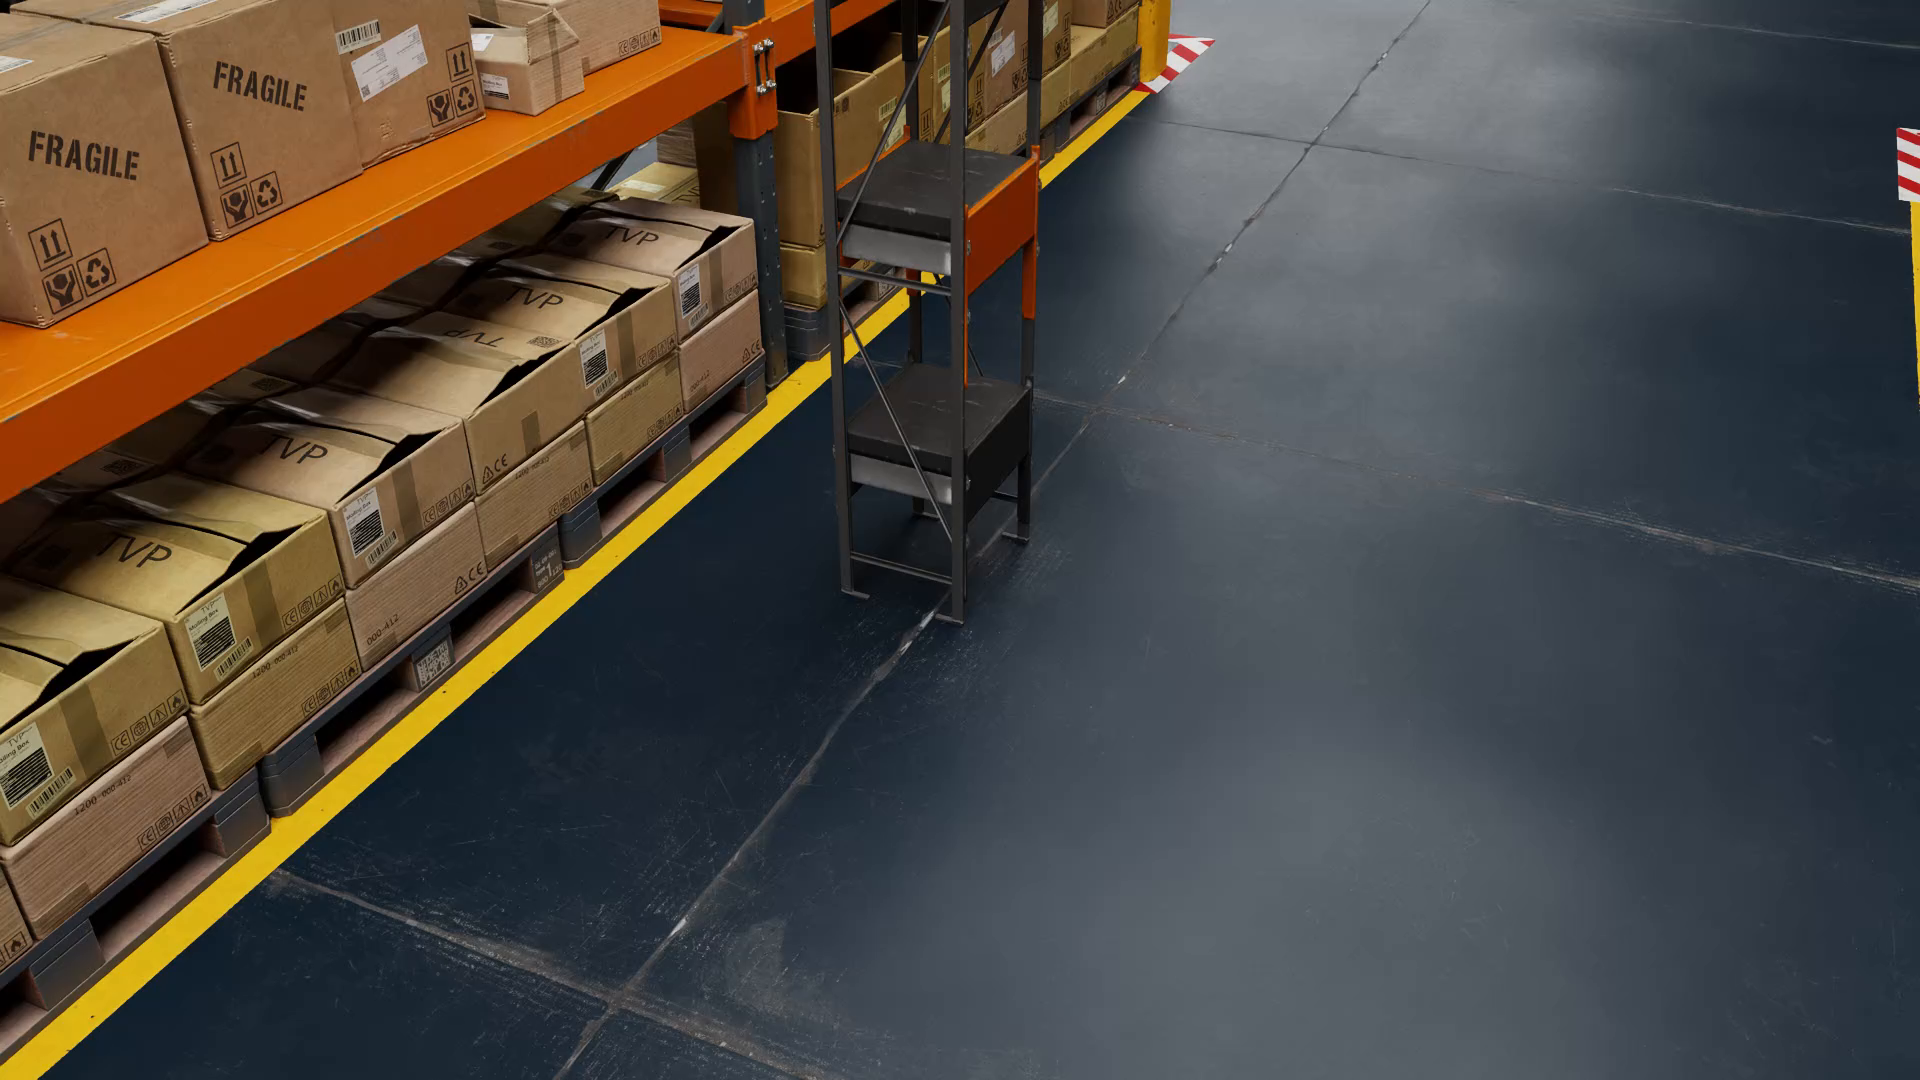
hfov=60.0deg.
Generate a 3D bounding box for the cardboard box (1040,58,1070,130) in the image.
[{"bbox_3d":[0.196,-2.128,7.884,0.500,0.250,0.500,14,36,20],"label":"cardboard box"}]

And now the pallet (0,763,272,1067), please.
[{"bbox_3d":[-2.409,0.812,3.820,1.003,0.211,1.213,14,36,20],"label":"pallet"}]

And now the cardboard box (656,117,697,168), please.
[{"bbox_3d":[-0.900,-1.813,6.719,0.500,0.500,0.500,14,36,20],"label":"cardboard box"}]

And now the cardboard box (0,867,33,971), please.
[{"bbox_3d":[-2.303,0.827,3.377,0.500,0.250,0.500,14,36,20],"label":"cardboard box"}]

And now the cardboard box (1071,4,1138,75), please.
[{"bbox_3d":[0.602,-2.629,8.648,0.500,0.250,0.500,14,36,20],"label":"cardboard box"}]

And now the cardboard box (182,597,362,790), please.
[{"bbox_3d":[-1.881,0.316,4.157,0.500,0.250,0.500,13,36,19],"label":"cardboard box"}]

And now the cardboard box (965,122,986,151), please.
[{"bbox_3d":[-0.218,-1.629,7.123,0.500,0.250,0.500,14,36,20],"label":"cardboard box"}]

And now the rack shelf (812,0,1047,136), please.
[{"bbox_3d":[-0.069,-1.370,4.172,0.431,0.518,0.480,14,36,20],"label":"rack shelf"}]

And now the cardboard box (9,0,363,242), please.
[{"bbox_3d":[-1.881,-1.097,4.096,0.500,0.500,0.500,14,36,21],"label":"cardboard box"}]

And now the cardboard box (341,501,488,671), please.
[{"bbox_3d":[-1.667,0.061,4.546,0.500,0.250,0.500,15,36,21],"label":"cardboard box"}]

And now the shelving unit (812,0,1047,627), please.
[{"bbox_3d":[-0.069,-0.796,4.549,0.431,2.100,0.503,14,36,20],"label":"shelving unit"}]

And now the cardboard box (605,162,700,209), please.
[{"bbox_3d":[-1.120,-1.253,6.549,0.500,0.250,0.500,14,36,20],"label":"cardboard box"}]

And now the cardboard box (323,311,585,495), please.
[{"bbox_3d":[-1.447,-0.430,4.783,0.500,0.311,0.500,14,36,20],"label":"cardboard box"}]

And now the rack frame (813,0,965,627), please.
[{"bbox_3d":[-0.171,-0.674,4.363,0.400,2.100,0.015,14,36,20],"label":"rack frame"}]

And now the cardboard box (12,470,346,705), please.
[{"bbox_3d":[-1.875,0.076,4.012,0.500,0.311,0.500,13,35,19],"label":"cardboard box"}]

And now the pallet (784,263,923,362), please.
[{"bbox_3d":[-0.745,-1.166,6.836,1.003,0.211,1.213,14,36,20],"label":"pallet"}]

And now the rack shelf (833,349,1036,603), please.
[{"bbox_3d":[-0.069,-0.199,4.940,0.431,0.518,0.480,14,36,20],"label":"rack shelf"}]

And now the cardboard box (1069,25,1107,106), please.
[{"bbox_3d":[0.404,-2.377,8.264,0.500,0.250,0.500,14,36,20],"label":"cardboard box"}]

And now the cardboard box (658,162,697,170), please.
[{"bbox_3d":[-0.902,-1.499,6.926,0.500,0.250,0.500,14,36,20],"label":"cardboard box"}]

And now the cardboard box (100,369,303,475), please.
[{"bbox_3d":[-2.156,-0.291,4.572,0.500,0.311,0.500,15,36,22],"label":"cardboard box"}]

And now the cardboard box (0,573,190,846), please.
[{"bbox_3d":[-2.091,0.329,3.626,0.500,0.311,0.500,13,36,19],"label":"cardboard box"}]

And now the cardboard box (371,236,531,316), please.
[{"bbox_3d":[-1.729,-0.809,5.362,0.500,0.311,0.500,14,36,20],"label":"cardboard box"}]

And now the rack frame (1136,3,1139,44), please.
[{"bbox_3d":[0.558,-3.938,8.520,1.000,3.000,0.127,14,36,20],"label":"rack frame"}]

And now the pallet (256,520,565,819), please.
[{"bbox_3d":[-1.897,0.206,4.743,1.003,0.211,1.213,14,36,20],"label":"pallet"}]

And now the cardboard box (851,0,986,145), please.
[{"bbox_3d":[-0.219,-1.942,6.917,0.500,0.500,0.500,14,36,20],"label":"cardboard box"}]

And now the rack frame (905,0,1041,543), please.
[{"bbox_3d":[0.033,-0.917,4.734,0.400,2.100,0.015,14,36,20],"label":"rack frame"}]

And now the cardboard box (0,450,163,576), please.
[{"bbox_3d":[-2.368,-0.042,4.192,0.500,0.311,0.500,14,36,20],"label":"cardboard box"}]

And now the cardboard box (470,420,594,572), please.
[{"bbox_3d":[-1.452,-0.192,4.932,0.500,0.250,0.500,15,36,22],"label":"cardboard box"}]

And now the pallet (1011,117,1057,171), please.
[{"bbox_3d":[-0.235,-1.776,7.766,1.003,0.211,1.213,14,36,20],"label":"pallet"}]

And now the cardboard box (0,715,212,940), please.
[{"bbox_3d":[-2.093,0.577,3.760,0.500,0.250,0.500,13,35,19],"label":"cardboard box"}]

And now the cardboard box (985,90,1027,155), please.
[{"bbox_3d":[-0.014,-1.879,7.505,0.500,0.250,0.500,14,36,20],"label":"cardboard box"}]

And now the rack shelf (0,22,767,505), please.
[{"bbox_3d":[-1.952,-0.649,4.160,1.077,0.370,4.000,14,36,20],"label":"rack shelf"}]

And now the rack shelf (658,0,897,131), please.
[{"bbox_3d":[-0.279,-2.641,7.198,1.077,0.370,4.000,14,36,20],"label":"rack shelf"}]

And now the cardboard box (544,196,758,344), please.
[{"bbox_3d":[-1.024,-0.939,5.559,0.500,0.311,0.500,14,36,20],"label":"cardboard box"}]

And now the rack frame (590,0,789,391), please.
[{"bbox_3d":[-1.115,-1.946,5.482,1.000,3.000,0.127,14,36,20],"label":"rack frame"}]

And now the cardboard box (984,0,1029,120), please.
[{"bbox_3d":[-0.011,-2.192,7.298,0.500,0.500,0.500,14,36,20],"label":"cardboard box"}]

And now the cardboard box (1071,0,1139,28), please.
[{"bbox_3d":[0.604,-2.942,8.442,0.500,0.500,0.500,14,36,20],"label":"cardboard box"}]

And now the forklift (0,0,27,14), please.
[{"bbox_3d":[-3.536,-1.901,5.477,1.130,2.935,3.031,19,38,27],"label":"forklift"}]

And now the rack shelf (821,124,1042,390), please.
[{"bbox_3d":[-0.069,-0.784,4.556,0.431,0.518,0.480,14,36,20],"label":"rack shelf"}]

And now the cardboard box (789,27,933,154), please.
[{"bbox_3d":[-0.435,-1.695,6.540,0.500,0.500,0.500,14,36,20],"label":"cardboard box"}]

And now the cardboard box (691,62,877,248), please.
[{"bbox_3d":[-0.637,-1.444,6.158,0.500,0.500,0.500,14,36,20],"label":"cardboard box"}]

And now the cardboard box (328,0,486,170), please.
[{"bbox_3d":[-1.672,-1.346,4.477,0.500,0.500,0.500,17,37,24],"label":"cardboard box"}]

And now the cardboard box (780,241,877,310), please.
[{"bbox_3d":[-0.646,-1.133,6.367,0.500,0.250,0.500,14,36,20],"label":"cardboard box"}]

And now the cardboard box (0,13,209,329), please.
[{"bbox_3d":[-2.102,-0.835,3.696,0.500,0.500,0.500,12,35,18],"label":"cardboard box"}]

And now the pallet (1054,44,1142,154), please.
[{"bbox_3d":[0.276,-2.381,8.689,1.003,0.211,1.213,14,36,20],"label":"pallet"}]

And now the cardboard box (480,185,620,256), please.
[{"bbox_3d":[-1.514,-1.057,5.740,0.500,0.311,0.500,14,36,21],"label":"cardboard box"}]

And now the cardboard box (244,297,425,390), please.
[{"bbox_3d":[-1.944,-0.551,4.968,0.500,0.311,0.500,13,35,19],"label":"cardboard box"}]

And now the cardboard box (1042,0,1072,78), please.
[{"bbox_3d":[0.199,-2.440,7.677,0.500,0.500,0.500,14,36,20],"label":"cardboard box"}]

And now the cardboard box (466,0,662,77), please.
[{"bbox_3d":[-1.282,-1.628,5.134,0.500,0.250,0.500,17,37,23],"label":"cardboard box"}]

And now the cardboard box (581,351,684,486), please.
[{"bbox_3d":[-1.239,-0.447,5.321,0.500,0.250,0.500,14,36,20],"label":"cardboard box"}]

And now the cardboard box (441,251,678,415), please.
[{"bbox_3d":[-1.236,-0.678,5.162,0.500,0.311,0.500,15,36,22],"label":"cardboard box"}]

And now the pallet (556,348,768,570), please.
[{"bbox_3d":[-1.388,-0.404,5.673,1.003,0.211,1.213,14,36,20],"label":"pallet"}]

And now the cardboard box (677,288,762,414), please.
[{"bbox_3d":[-1.025,-0.698,5.704,0.500,0.250,0.500,14,36,20],"label":"cardboard box"}]

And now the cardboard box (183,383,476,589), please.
[{"bbox_3d":[-1.661,-0.180,4.403,0.500,0.311,0.500,14,36,20],"label":"cardboard box"}]

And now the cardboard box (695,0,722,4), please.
[{"bbox_3d":[-0.935,-2.210,5.794,0.700,0.500,0.500,13,36,19],"label":"cardboard box"}]

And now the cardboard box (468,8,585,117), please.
[{"bbox_3d":[-1.316,-1.409,4.787,0.396,0.266,0.258,13,36,19],"label":"cardboard box"}]

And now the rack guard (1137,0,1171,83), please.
[{"bbox_3d":[0.568,-2.905,9.224,1.175,0.500,0.348,14,36,20],"label":"rack guard"}]
